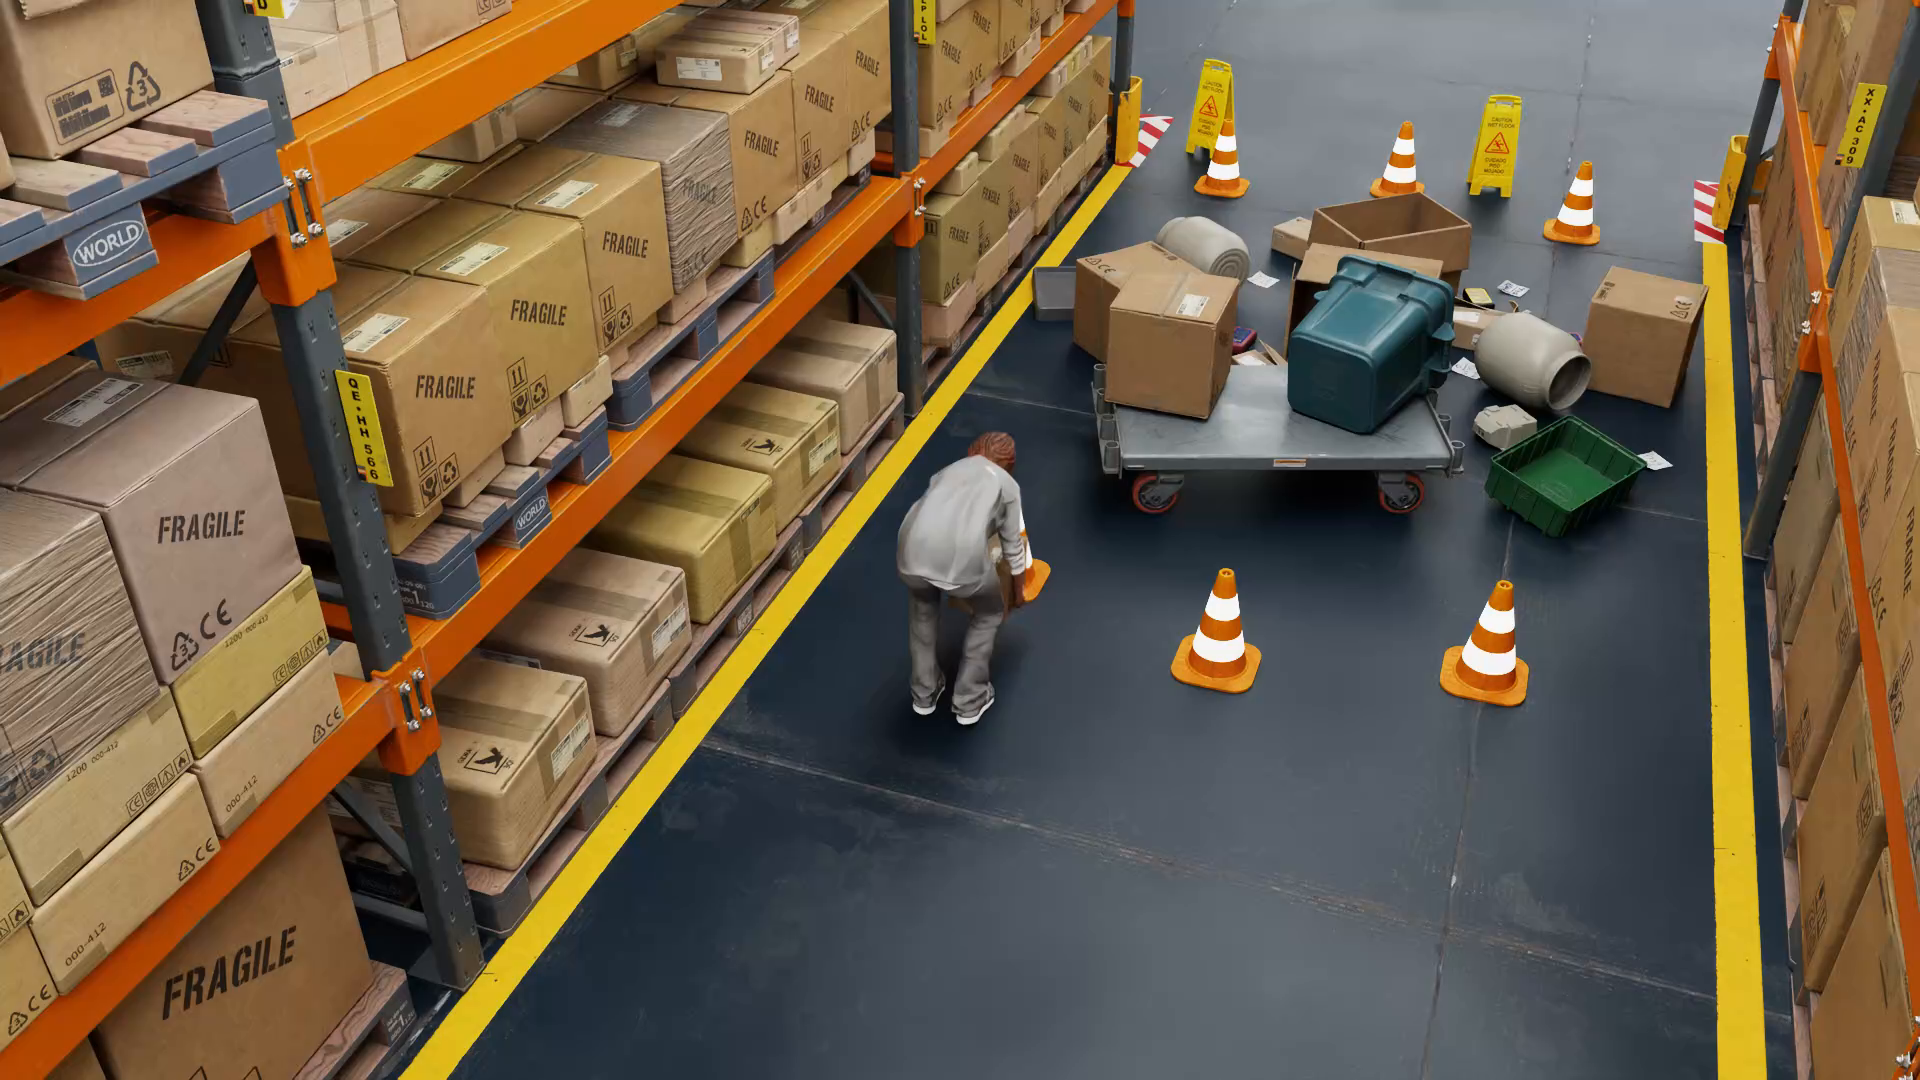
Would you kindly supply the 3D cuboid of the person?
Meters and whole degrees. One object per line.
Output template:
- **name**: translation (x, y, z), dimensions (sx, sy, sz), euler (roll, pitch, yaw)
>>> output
- **person**: translation (0.023, 0.151, 6.462), dimensions (0.389, 1.001, 0.870), euler (10, 35, 15)
